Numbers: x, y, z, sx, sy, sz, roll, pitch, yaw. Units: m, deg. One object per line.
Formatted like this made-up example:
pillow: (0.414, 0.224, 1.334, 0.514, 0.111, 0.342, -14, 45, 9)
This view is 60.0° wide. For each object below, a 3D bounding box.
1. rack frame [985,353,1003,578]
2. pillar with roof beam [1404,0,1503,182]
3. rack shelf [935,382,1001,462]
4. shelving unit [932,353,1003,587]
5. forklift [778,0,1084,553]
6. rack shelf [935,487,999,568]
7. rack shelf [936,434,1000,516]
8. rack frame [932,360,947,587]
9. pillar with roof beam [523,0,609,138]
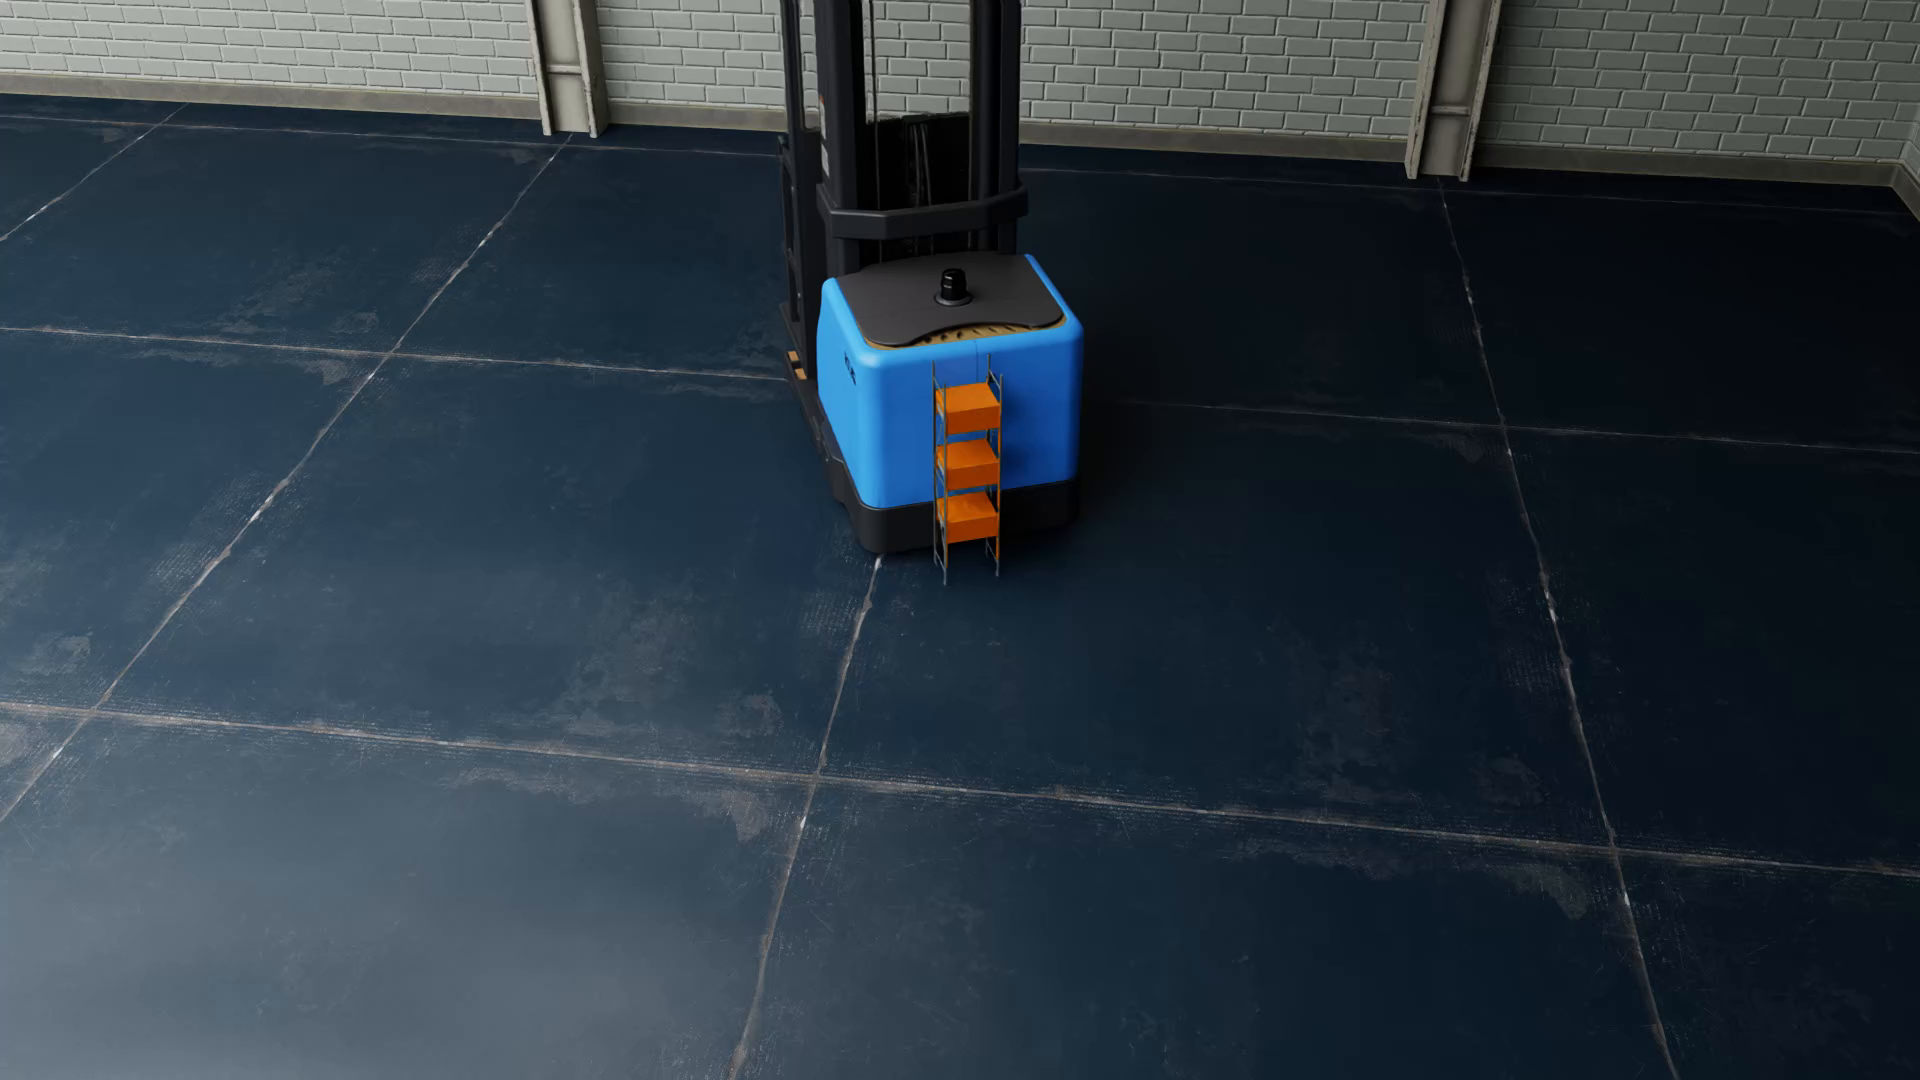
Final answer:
rack frame: (0.147, -0.310, 7.281, 0.008, 1.050, 0.200, -9, 37, -13)
pillar with roof beam: (2.672, -3.679, 5.159, 0.400, 9.000, 9.100, 4, 36, 6)
rack shelf: (0.030, -0.513, 7.095, 0.240, 0.259, 0.215, -9, 37, -13)
shelving unit: (0.030, -0.291, 7.254, 0.252, 1.050, 0.215, -9, 37, -13)
forklift: (-0.326, -1.988, 8.012, 1.130, 2.935, 3.031, -9, 37, -13)
rack shelf: (0.030, -0.057, 7.422, 0.240, 0.259, 0.215, -9, 37, -13)
rack shelf: (0.030, -0.283, 7.260, 0.240, 0.259, 0.215, -9, 37, -13)
rack frame: (-0.088, -0.272, 7.228, 0.008, 1.050, 0.200, -9, 37, -13)
pillar with roof beam: (-3.280, -4.123, 5.781, 0.400, 9.000, 9.100, 4, 36, 6)
